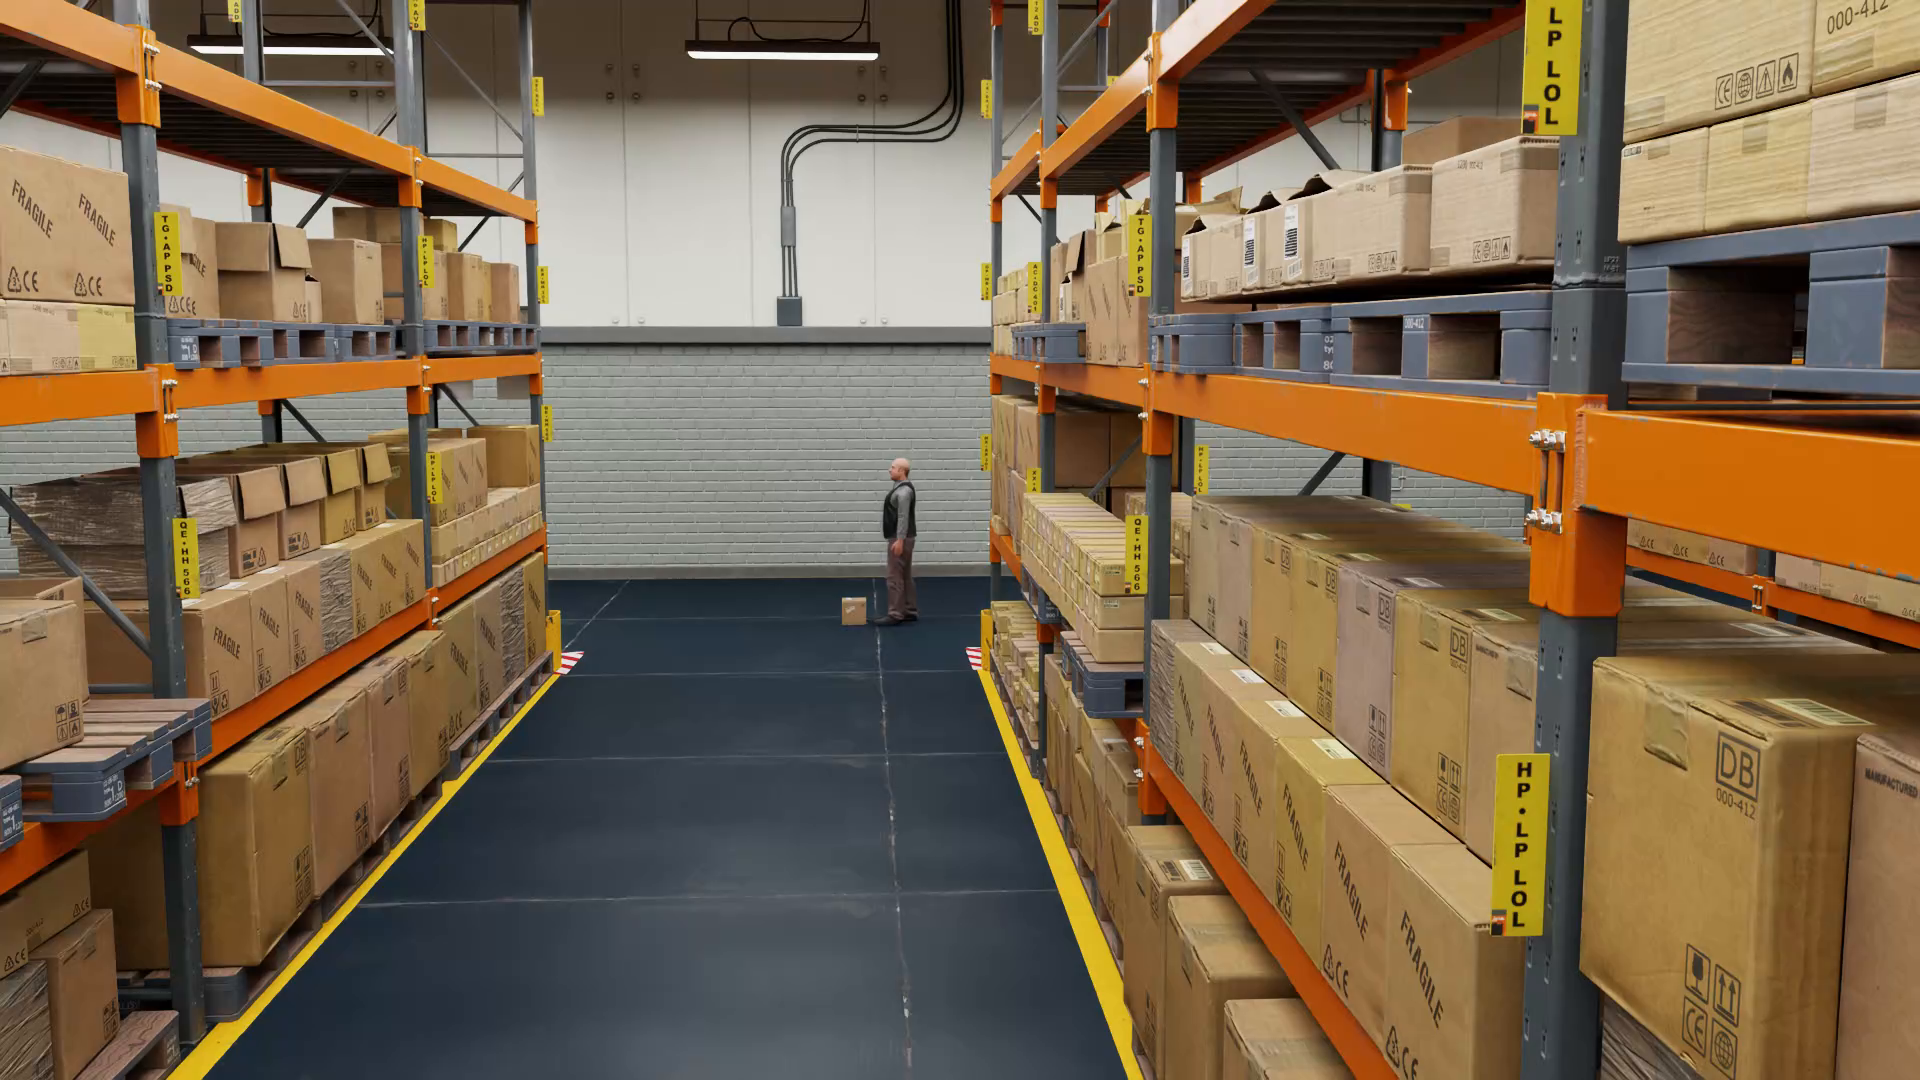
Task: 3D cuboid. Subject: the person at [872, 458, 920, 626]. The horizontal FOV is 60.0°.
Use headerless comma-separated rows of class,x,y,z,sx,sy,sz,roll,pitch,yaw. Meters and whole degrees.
person,-0.665,0.012,17.248,0.496,1.724,0.540,0,7,-3
